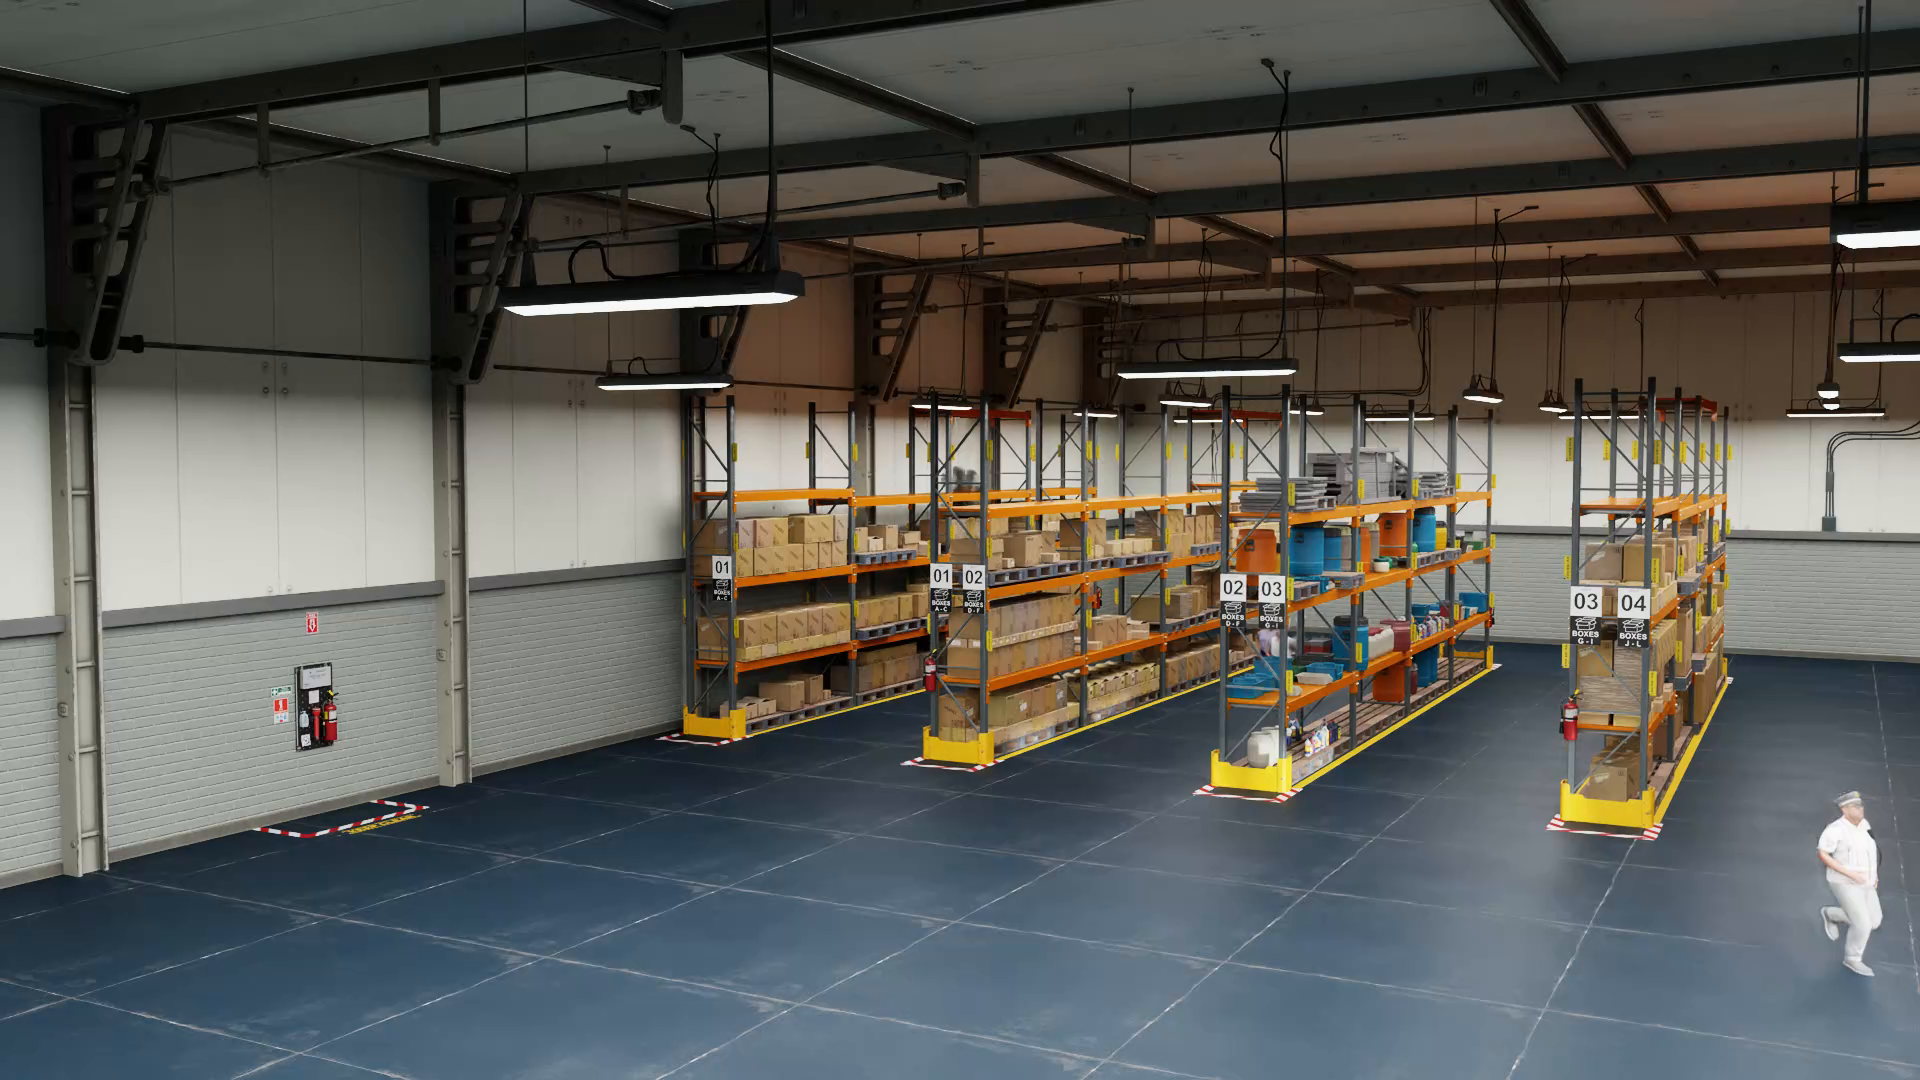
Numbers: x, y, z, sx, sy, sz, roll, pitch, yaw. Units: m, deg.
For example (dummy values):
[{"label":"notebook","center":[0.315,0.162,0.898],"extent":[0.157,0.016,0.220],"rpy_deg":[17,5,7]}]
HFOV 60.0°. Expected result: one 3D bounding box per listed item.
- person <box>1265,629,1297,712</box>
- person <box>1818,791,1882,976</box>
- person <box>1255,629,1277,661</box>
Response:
[{"label":"person","center":[6.106,2.454,31.673],"extent":[0.673,1.751,0.656],"rpy_deg":[2,4,34]},{"label":"person","center":[8.642,3.294,16.201],"extent":[0.682,1.736,0.657],"rpy_deg":[-2,3,-27]},{"label":"person","center":[6.259,2.408,33.684],"extent":[0.582,1.708,0.775],"rpy_deg":[1,3,18]}]
